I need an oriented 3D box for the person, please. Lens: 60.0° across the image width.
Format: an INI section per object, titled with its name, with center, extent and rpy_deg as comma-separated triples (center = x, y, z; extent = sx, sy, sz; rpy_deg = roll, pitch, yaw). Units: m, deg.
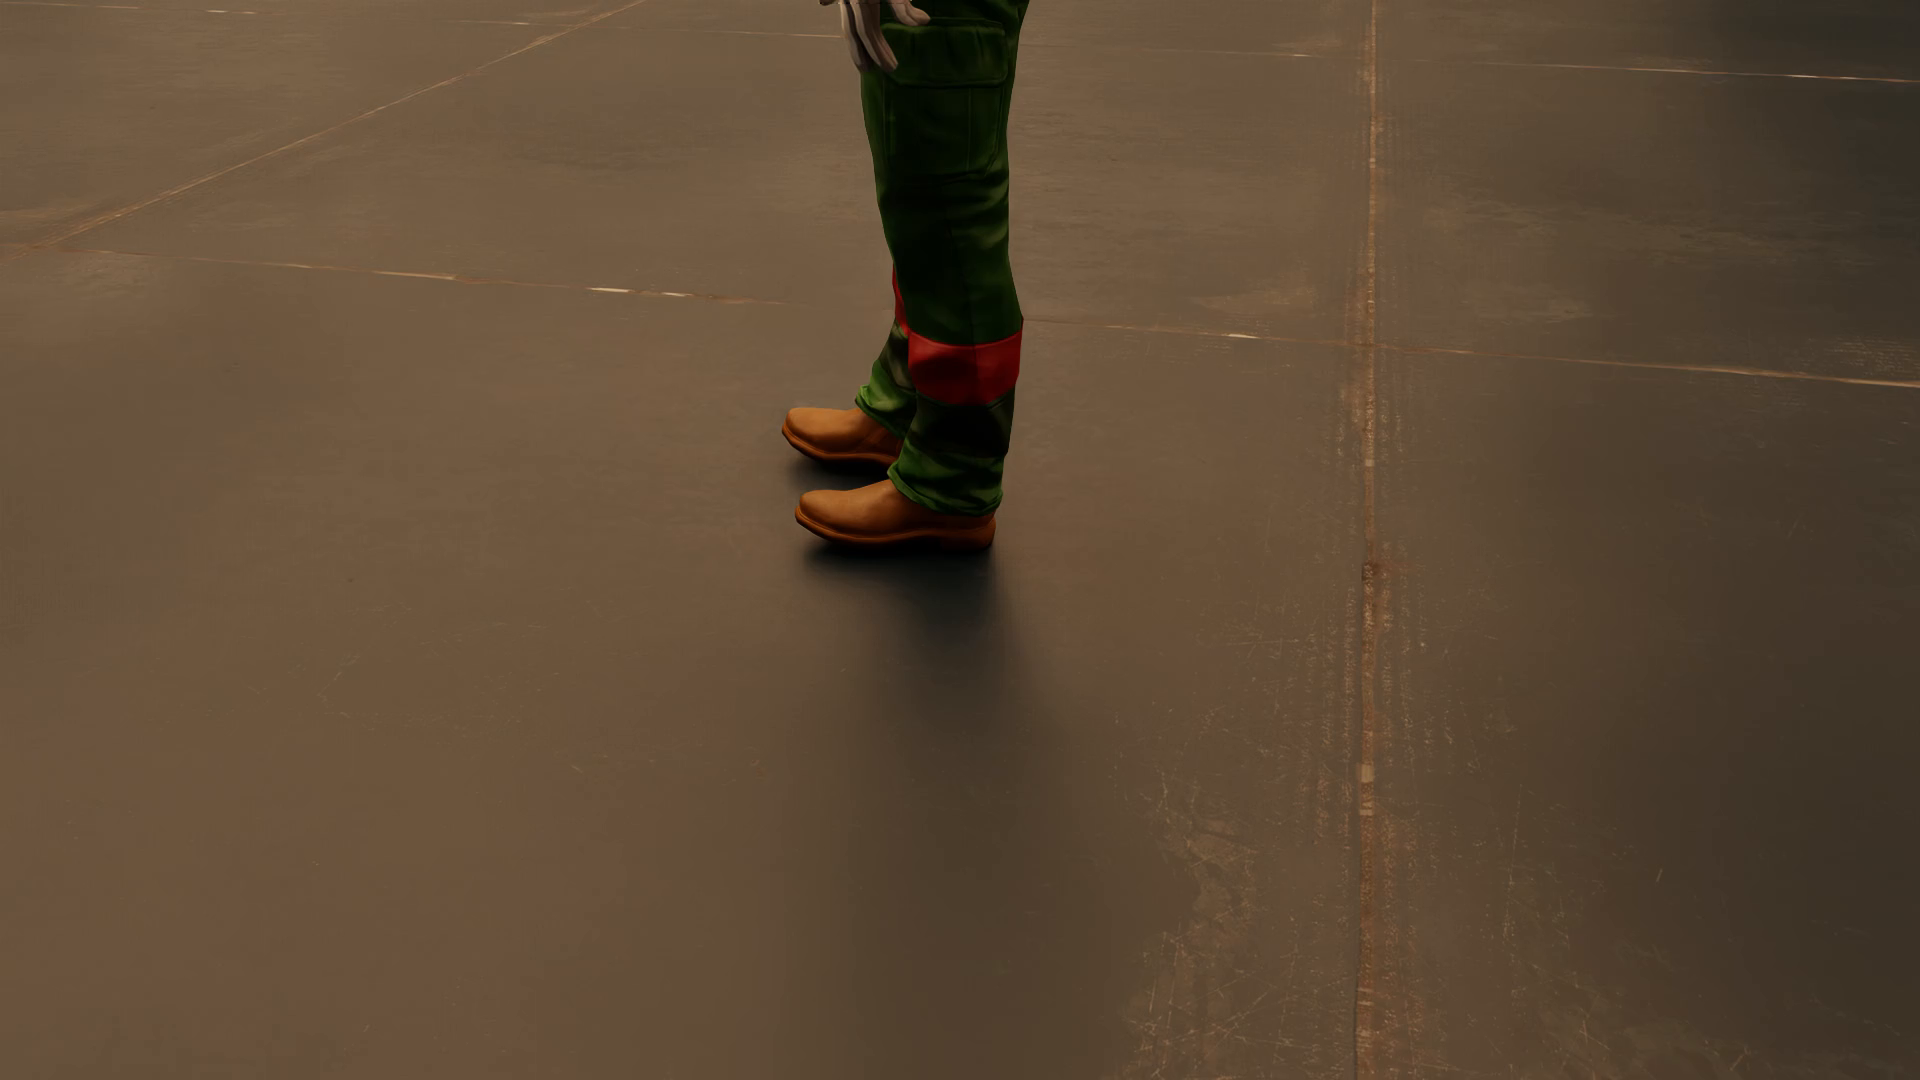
[person]
center = -0.077, -0.817, 2.119
extent = 0.562, 1.789, 0.638
rpy_deg = 6, 27, 11
